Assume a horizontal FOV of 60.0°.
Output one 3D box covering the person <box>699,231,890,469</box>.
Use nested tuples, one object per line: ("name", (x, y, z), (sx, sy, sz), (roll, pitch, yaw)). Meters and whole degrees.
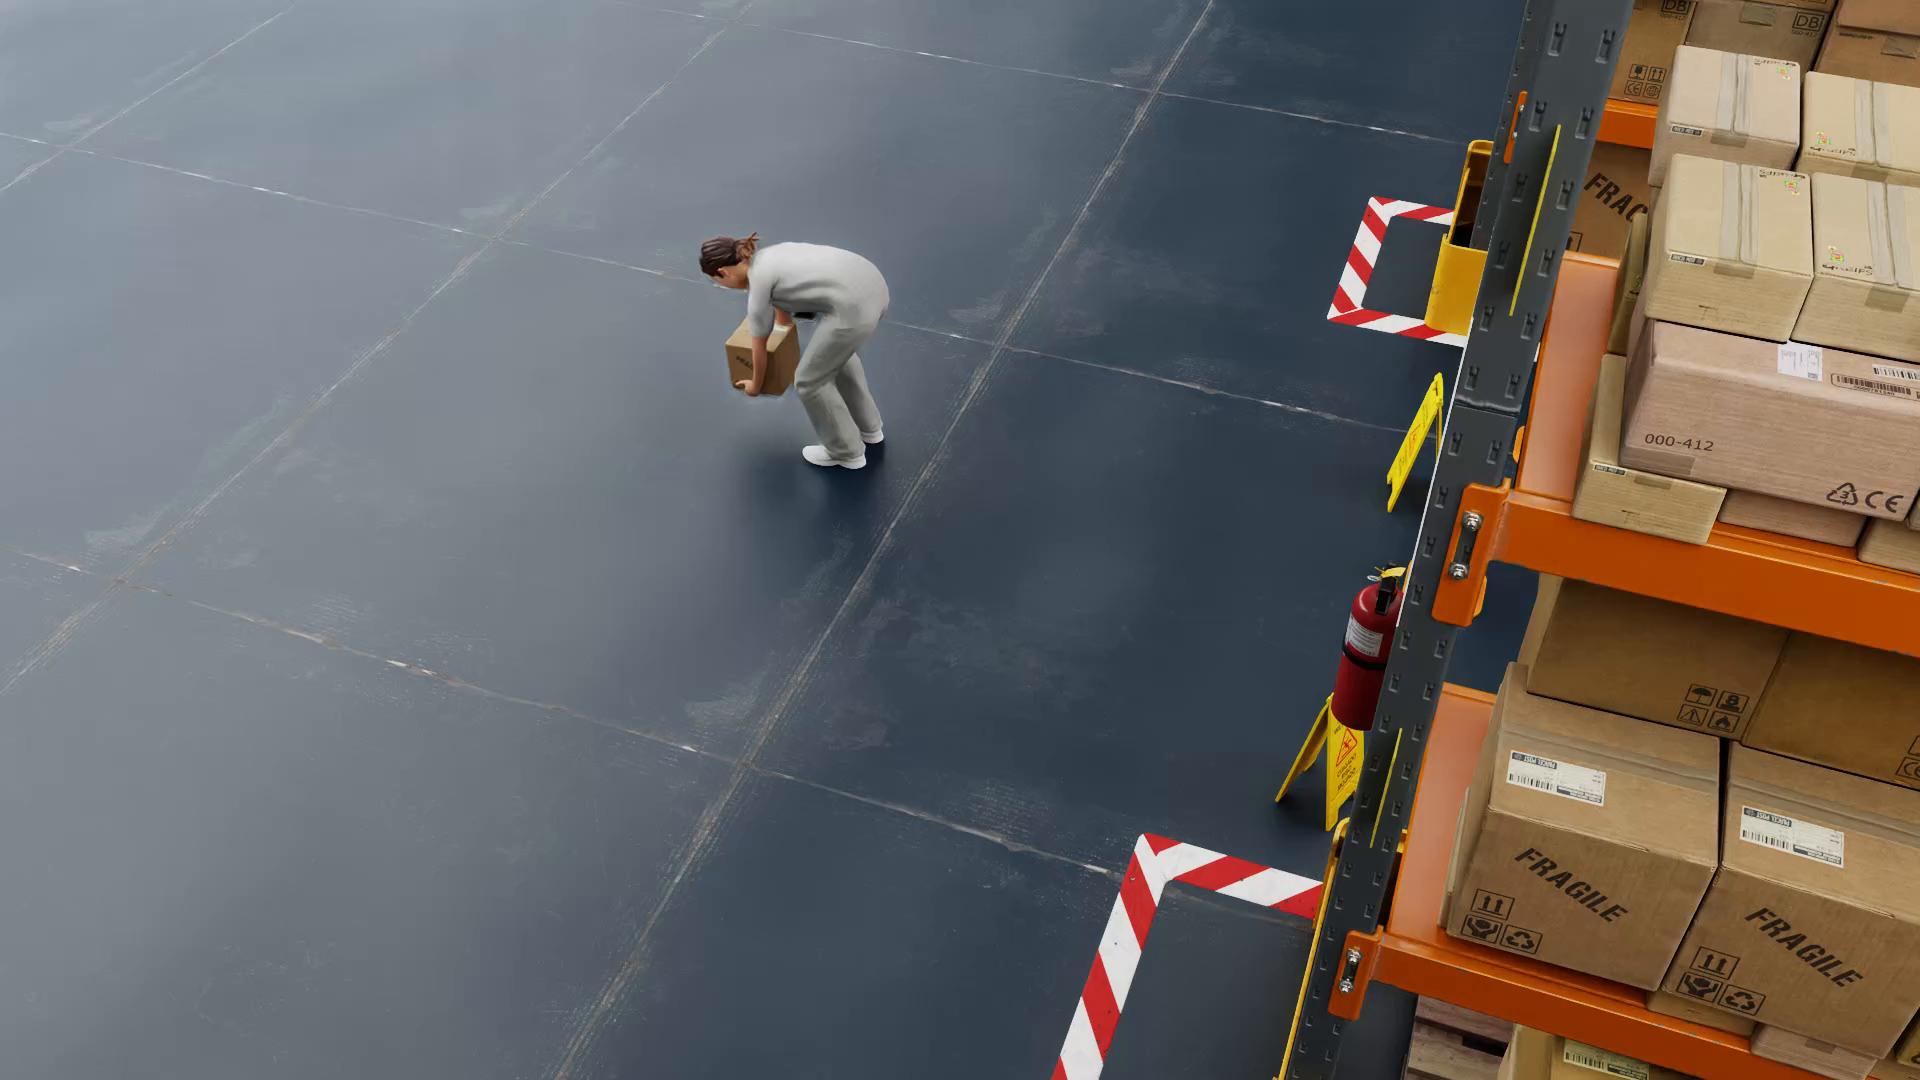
("person", (-0.748, -0.889, 7.602), (0.871, 1.089, 0.429), (12, 43, 13))
